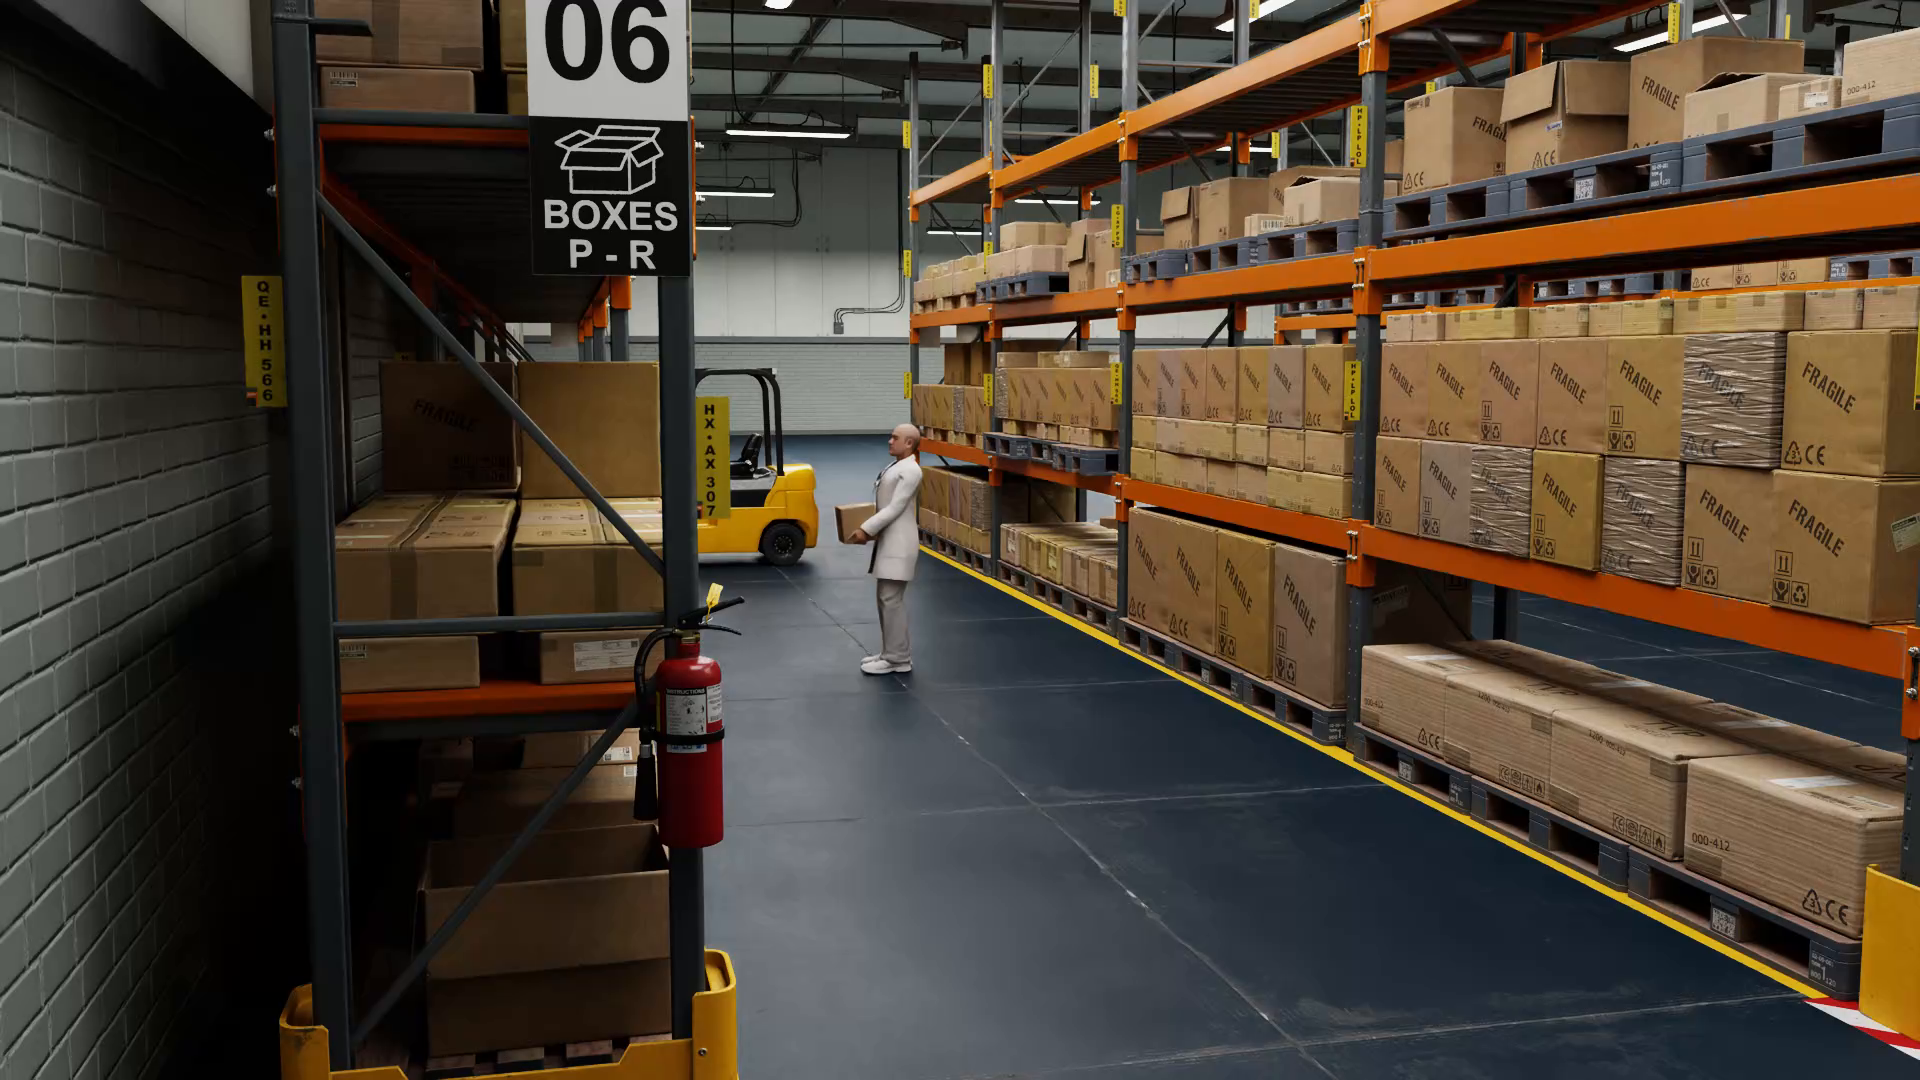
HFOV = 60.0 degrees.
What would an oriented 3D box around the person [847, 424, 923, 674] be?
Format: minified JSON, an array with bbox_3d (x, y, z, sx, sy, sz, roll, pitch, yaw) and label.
[{"bbox_3d":[-0.552,0.099,11.870,0.555,1.681,0.517,-1,6,-13],"label":"person"}]
